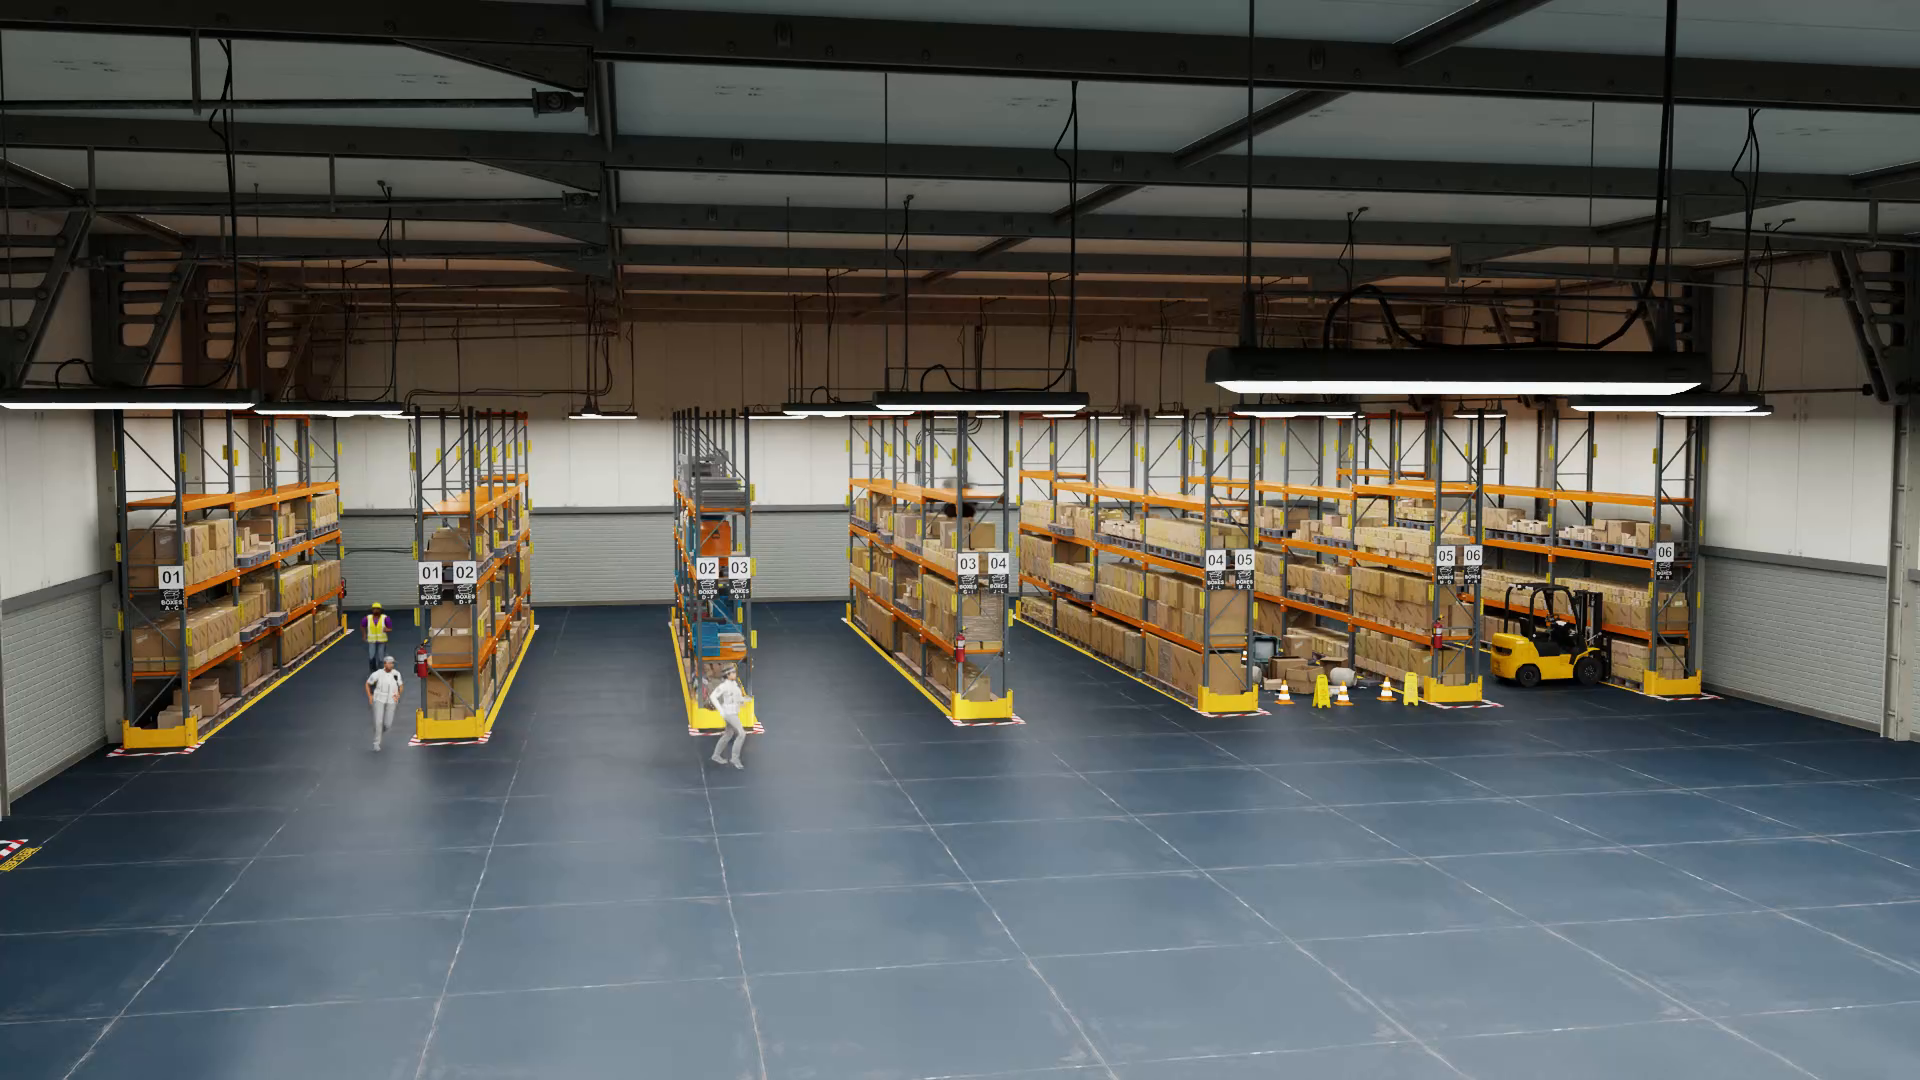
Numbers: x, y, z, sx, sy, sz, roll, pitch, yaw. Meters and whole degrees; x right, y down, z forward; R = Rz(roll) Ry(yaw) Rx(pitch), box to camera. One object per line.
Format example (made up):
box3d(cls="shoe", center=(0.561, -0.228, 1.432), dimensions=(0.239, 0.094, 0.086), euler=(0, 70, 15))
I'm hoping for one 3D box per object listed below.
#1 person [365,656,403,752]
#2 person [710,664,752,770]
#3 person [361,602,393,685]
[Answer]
box3d(cls="person", center=(-10.110, 2.856, 29.238), dimensions=(0.650, 1.611, 0.670), euler=(-3, 5, -33))
box3d(cls="person", center=(-3.793, 2.925, 27.504), dimensions=(0.732, 1.749, 0.576), euler=(1, 4, 10))
box3d(cls="person", center=(-12.743, 2.267, 36.336), dimensions=(0.675, 1.805, 0.689), euler=(-1, 4, -18))
